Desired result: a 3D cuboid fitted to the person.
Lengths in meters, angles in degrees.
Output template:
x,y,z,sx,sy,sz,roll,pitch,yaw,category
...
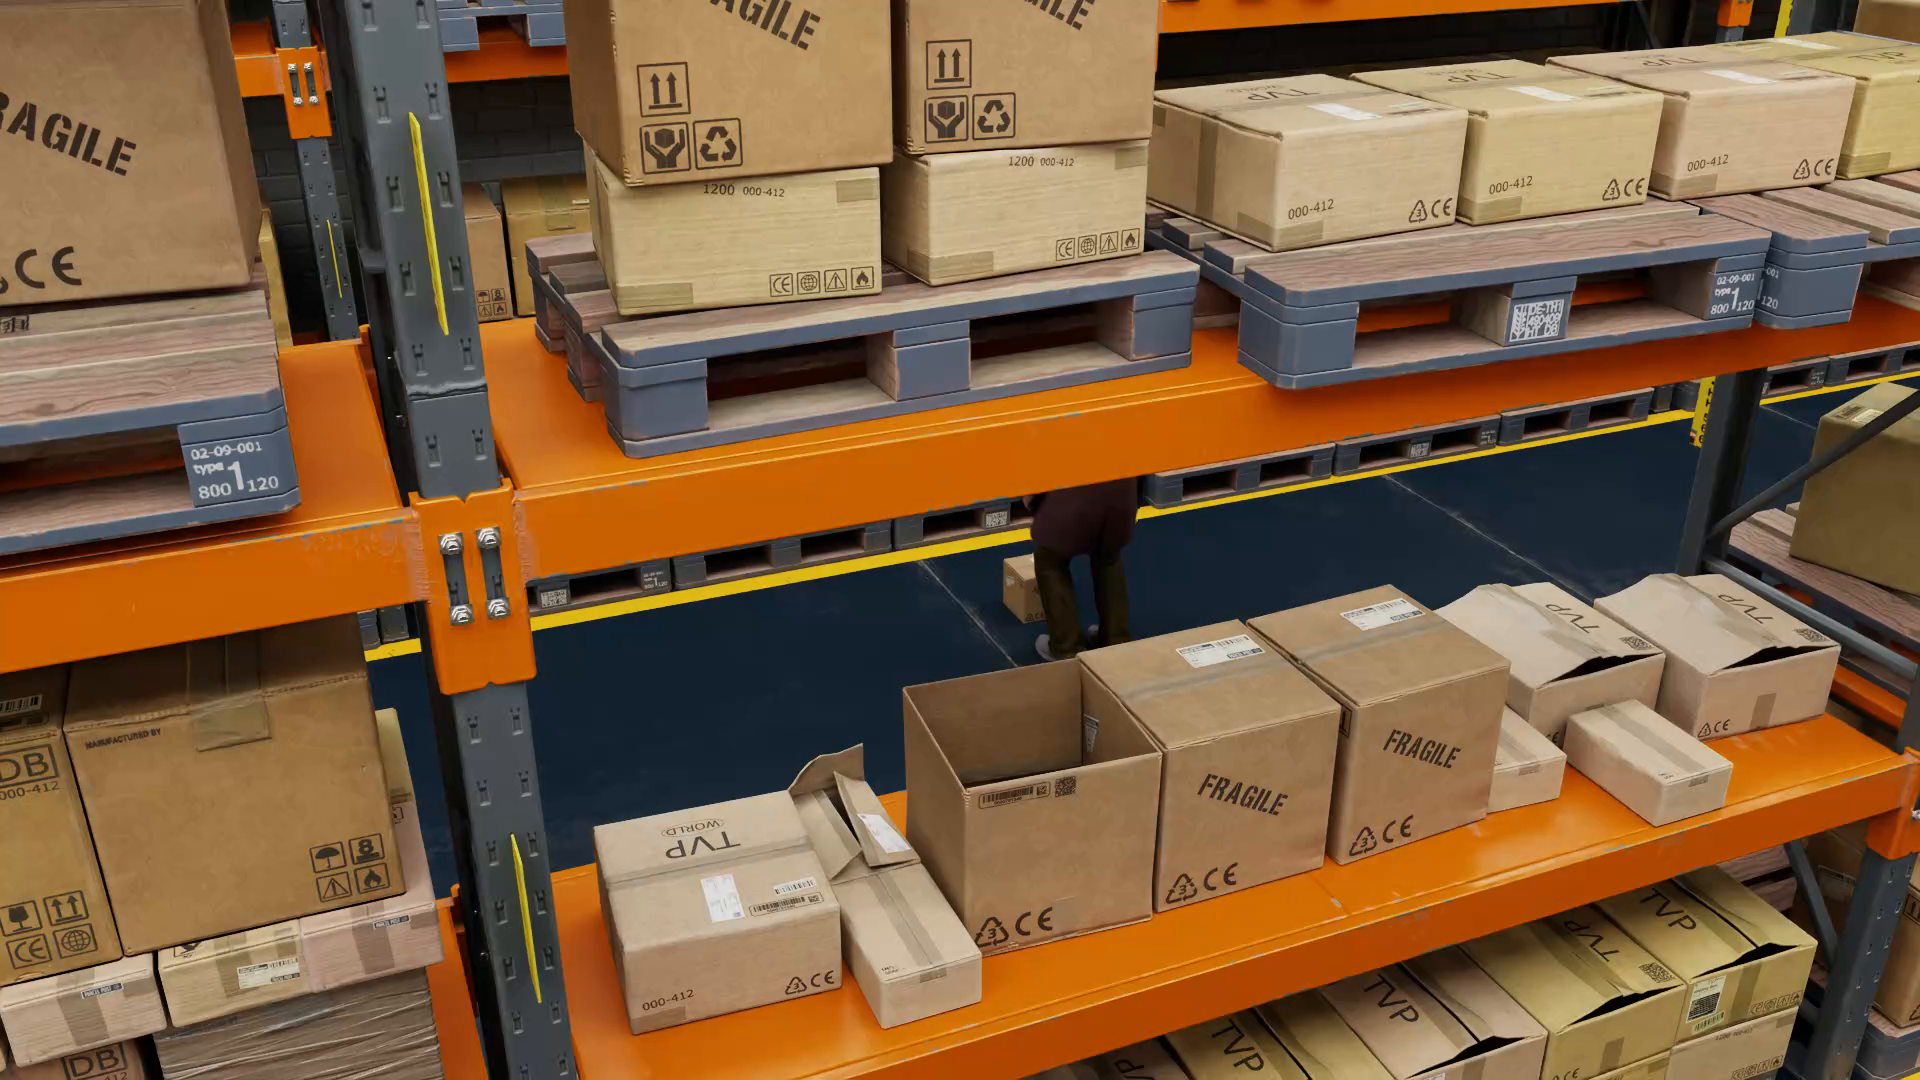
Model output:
x,y,z,sx,sy,sz,roll,pitch,yaw,category
0.564,-0.211,7.640,0.587,1.730,0.409,-10,27,-19,person
